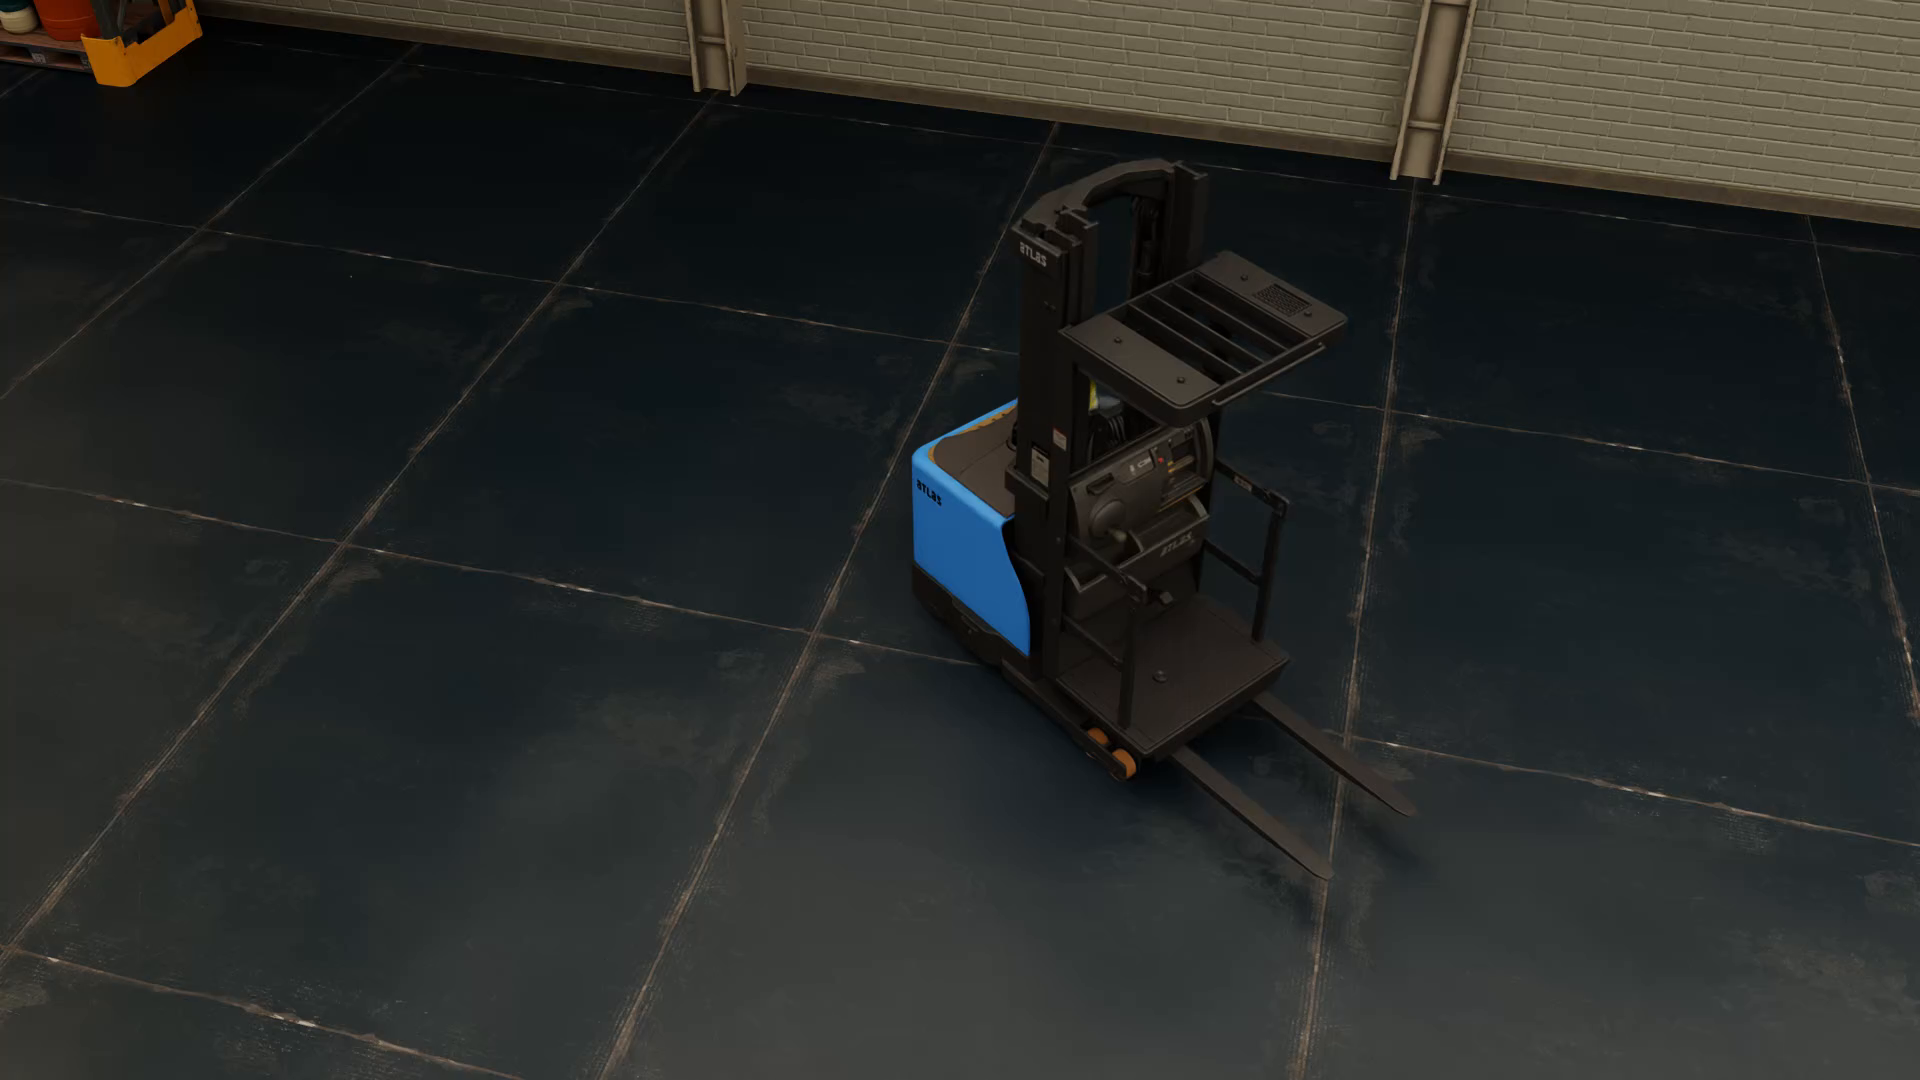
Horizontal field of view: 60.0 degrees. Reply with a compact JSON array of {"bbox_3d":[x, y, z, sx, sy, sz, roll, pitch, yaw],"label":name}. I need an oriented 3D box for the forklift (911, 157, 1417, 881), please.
[{"bbox_3d":[1.044,-0.227,8.121,1.130,2.935,3.031,-28,49,-29],"label":"forklift"}]

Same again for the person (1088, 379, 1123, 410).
[{"bbox_3d":[0.803,-0.678,9.665,0.791,1.525,1.007,24,46,25],"label":"person"}]
